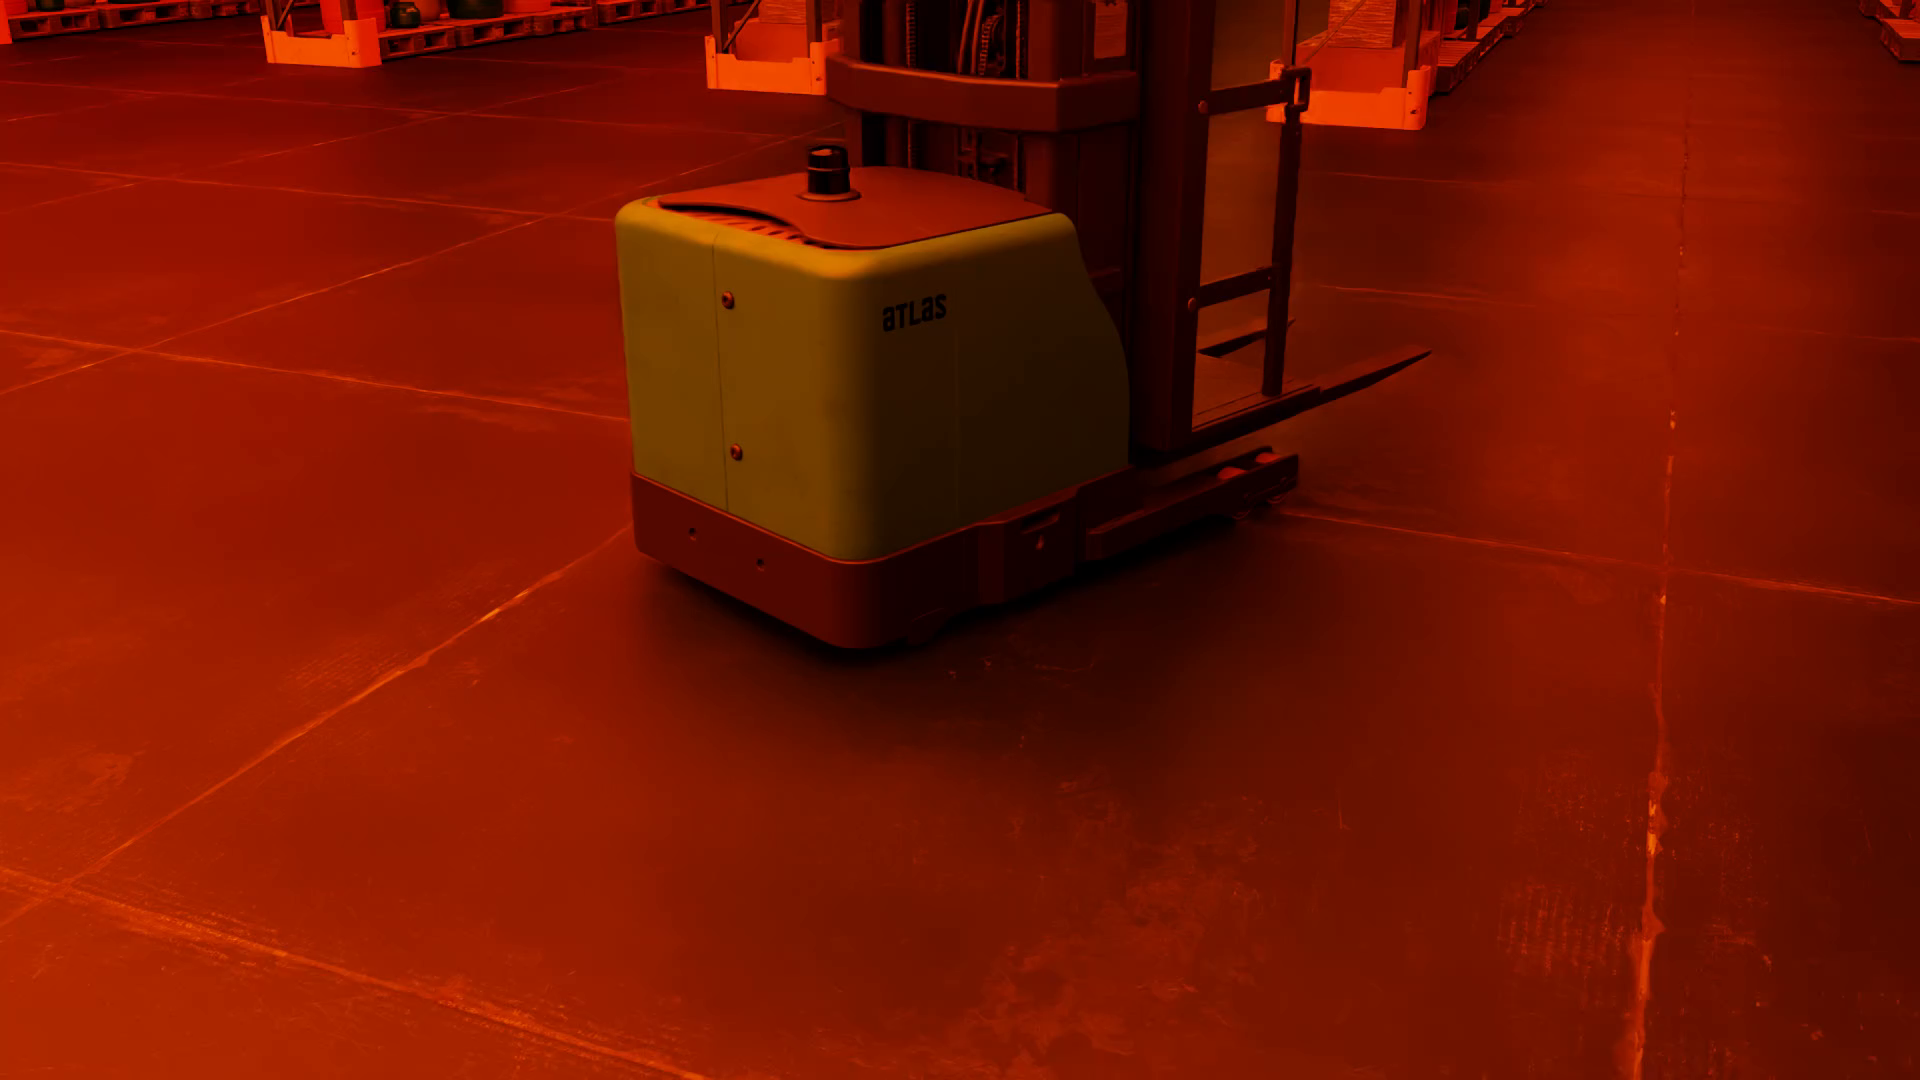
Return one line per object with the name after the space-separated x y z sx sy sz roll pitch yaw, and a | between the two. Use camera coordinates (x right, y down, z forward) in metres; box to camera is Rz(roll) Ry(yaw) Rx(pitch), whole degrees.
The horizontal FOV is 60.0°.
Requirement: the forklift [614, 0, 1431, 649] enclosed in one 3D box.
0.450 -1.543 4.984 3.031 2.935 1.130 -21 30 -40 | forklift
